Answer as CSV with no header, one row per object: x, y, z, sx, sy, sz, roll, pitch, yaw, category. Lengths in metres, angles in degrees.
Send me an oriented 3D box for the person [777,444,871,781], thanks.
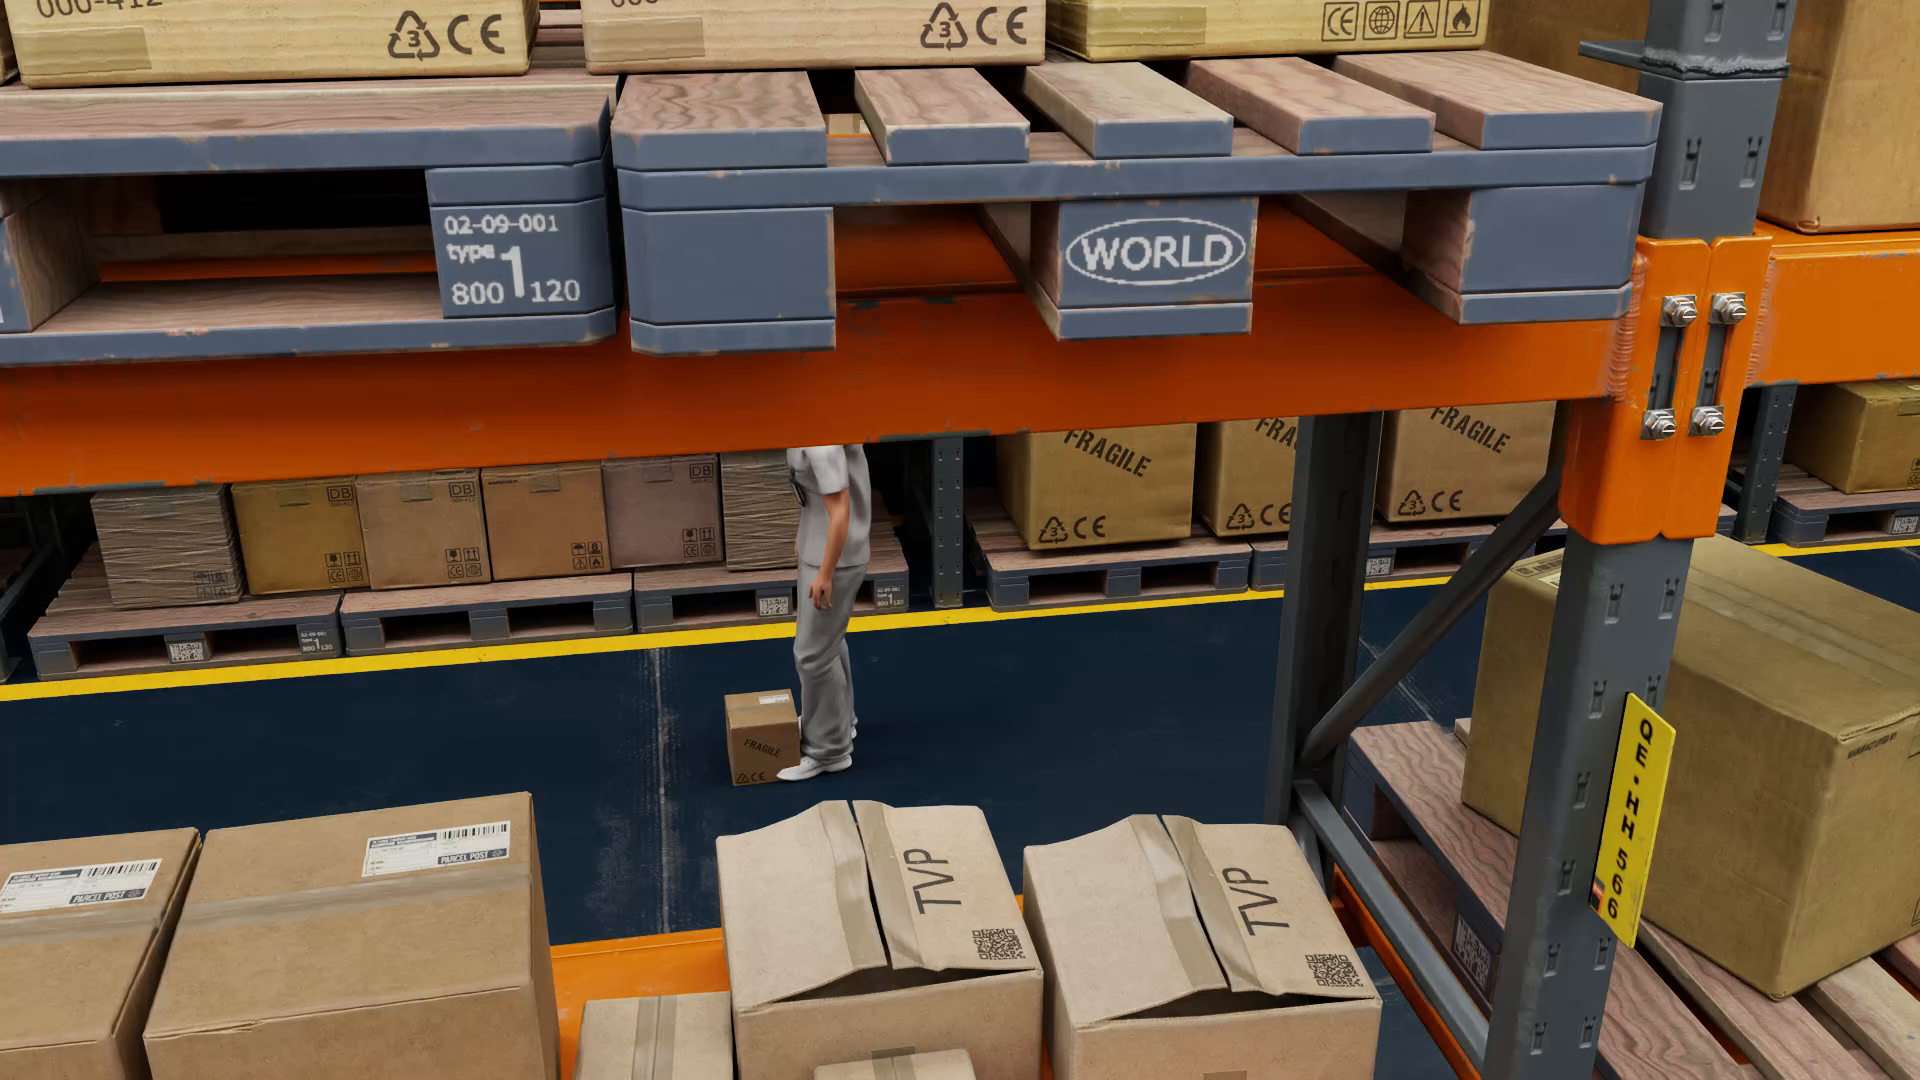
-0.520,0.061,5.958,0.405,1.672,0.496,-5,24,-11,person
